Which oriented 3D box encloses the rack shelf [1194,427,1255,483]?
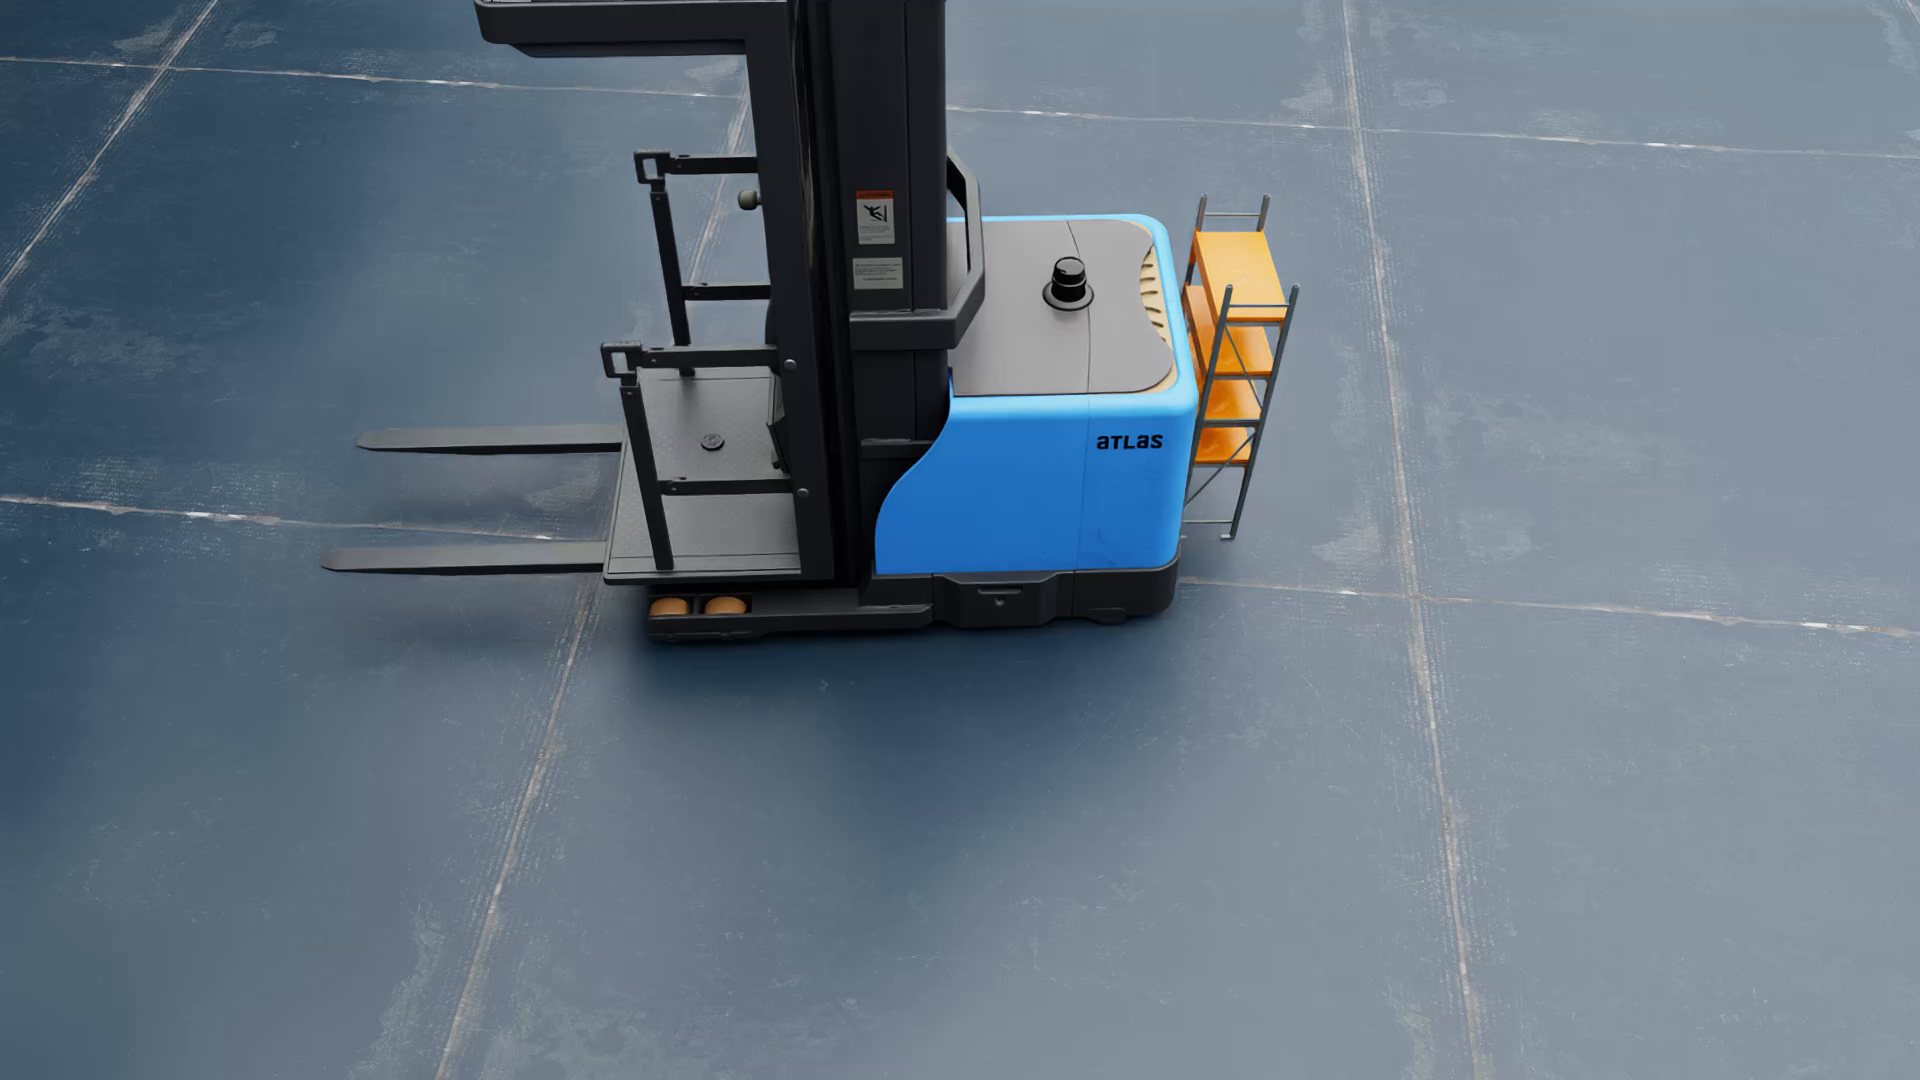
[{"bbox_3d":[0.916,-0.415,6.167,0.258,0.148,0.480,-1,48,-5],"label":"rack shelf"}]

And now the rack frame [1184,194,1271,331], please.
[{"bbox_3d":[0.914,-0.775,6.136,0.240,1.200,0.015,-1,48,-5],"label":"rack frame"}]

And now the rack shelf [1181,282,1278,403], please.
[{"bbox_3d":[0.939,-0.701,5.857,0.258,0.148,0.480,-1,48,-5],"label":"rack shelf"}]

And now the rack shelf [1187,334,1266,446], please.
[{"bbox_3d":[0.927,-0.550,6.021,0.258,0.148,0.480,-1,48,-5],"label":"rack shelf"}]

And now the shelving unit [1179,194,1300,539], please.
[{"bbox_3d":[0.931,-0.595,5.972,0.258,1.200,0.503,-1,48,-5],"label":"shelving unit"}]

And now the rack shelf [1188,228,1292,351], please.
[{"bbox_3d":[0.951,-0.861,5.683,0.258,0.148,0.480,-1,48,-5],"label":"rack shelf"}]

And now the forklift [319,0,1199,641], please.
[{"bbox_3d":[-0.758,-1.027,5.203,3.031,2.935,1.130,-1,48,-1],"label":"forklift"}]

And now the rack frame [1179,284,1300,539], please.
[{"bbox_3d":[0.947,-0.415,5.808,0.240,1.200,0.015,-1,48,-5],"label":"rack frame"}]
